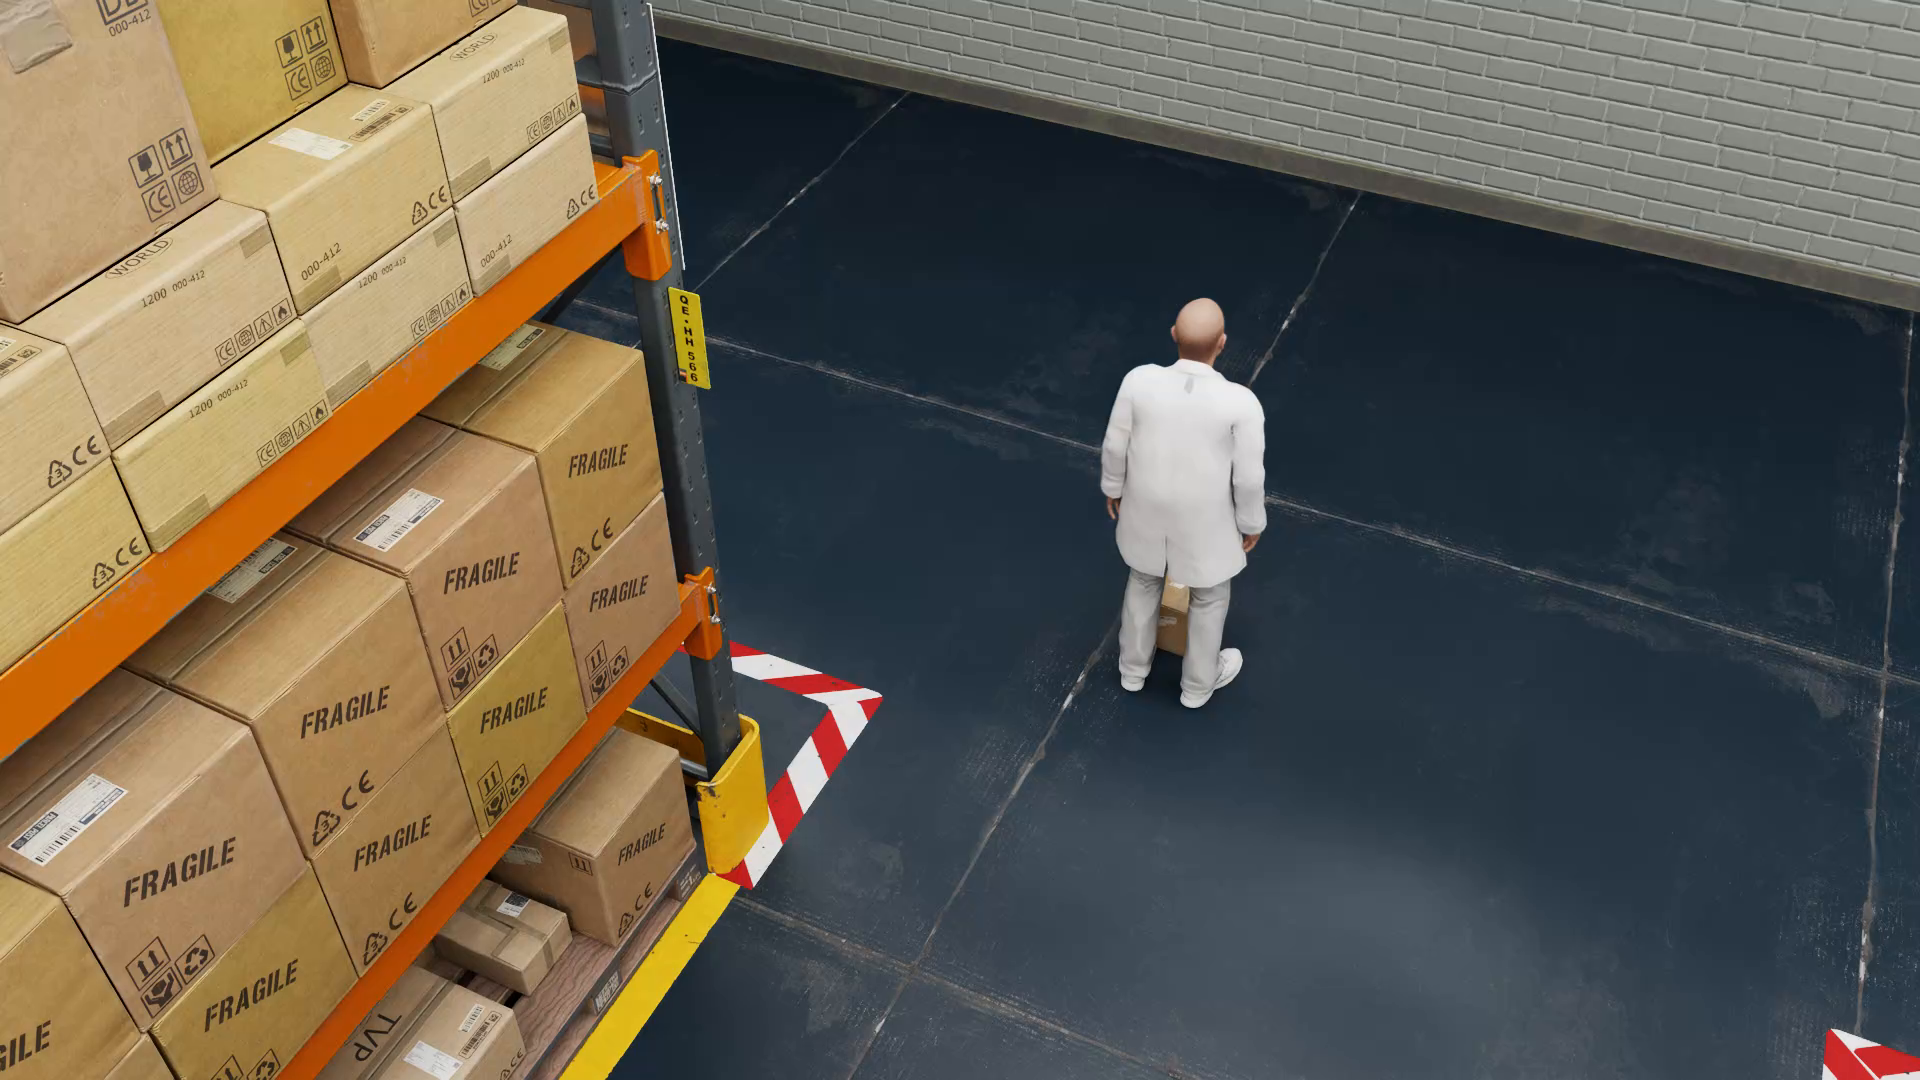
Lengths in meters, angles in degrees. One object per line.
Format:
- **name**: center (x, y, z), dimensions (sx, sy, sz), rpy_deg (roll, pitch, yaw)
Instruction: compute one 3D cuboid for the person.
- **person**: center (0.839, -0.115, 6.302), dimensions (0.650, 1.774, 0.417), rpy_deg (17, 44, 18)
